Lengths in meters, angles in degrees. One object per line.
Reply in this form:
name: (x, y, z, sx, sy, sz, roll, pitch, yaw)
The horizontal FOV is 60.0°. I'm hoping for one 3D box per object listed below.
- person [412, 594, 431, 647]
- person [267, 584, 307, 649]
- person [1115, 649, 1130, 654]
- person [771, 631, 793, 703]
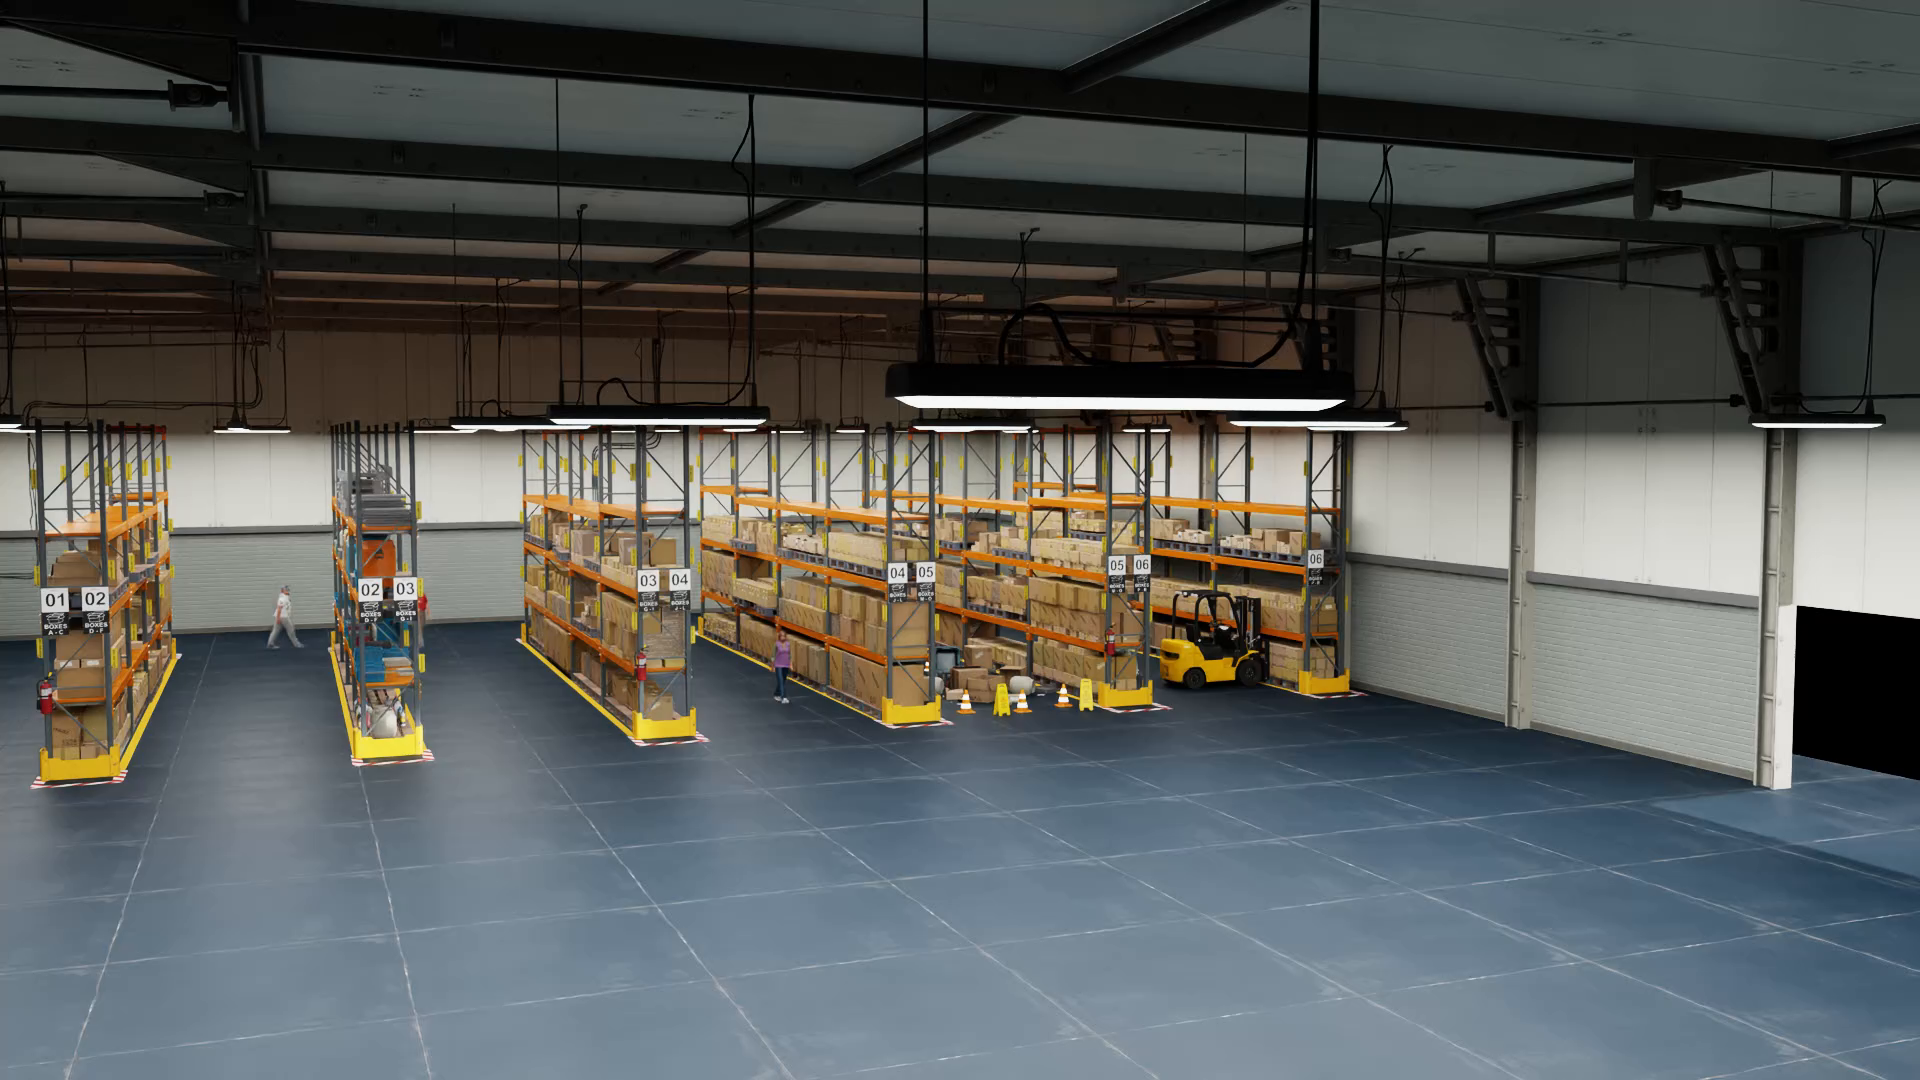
person: (-14.686, 2.038, 45.199, 0.650, 1.661, 1.047, -3, 5, -41)
person: (-18.152, 2.047, 44.729, 0.965, 1.708, 0.523, -3, 5, -39)
person: (3.913, 2.381, 39.714, 0.600, 1.834, 0.608, -2, 4, -28)
person: (-3.776, 2.708, 35.498, 0.419, 1.546, 0.967, -3, 4, -36)
